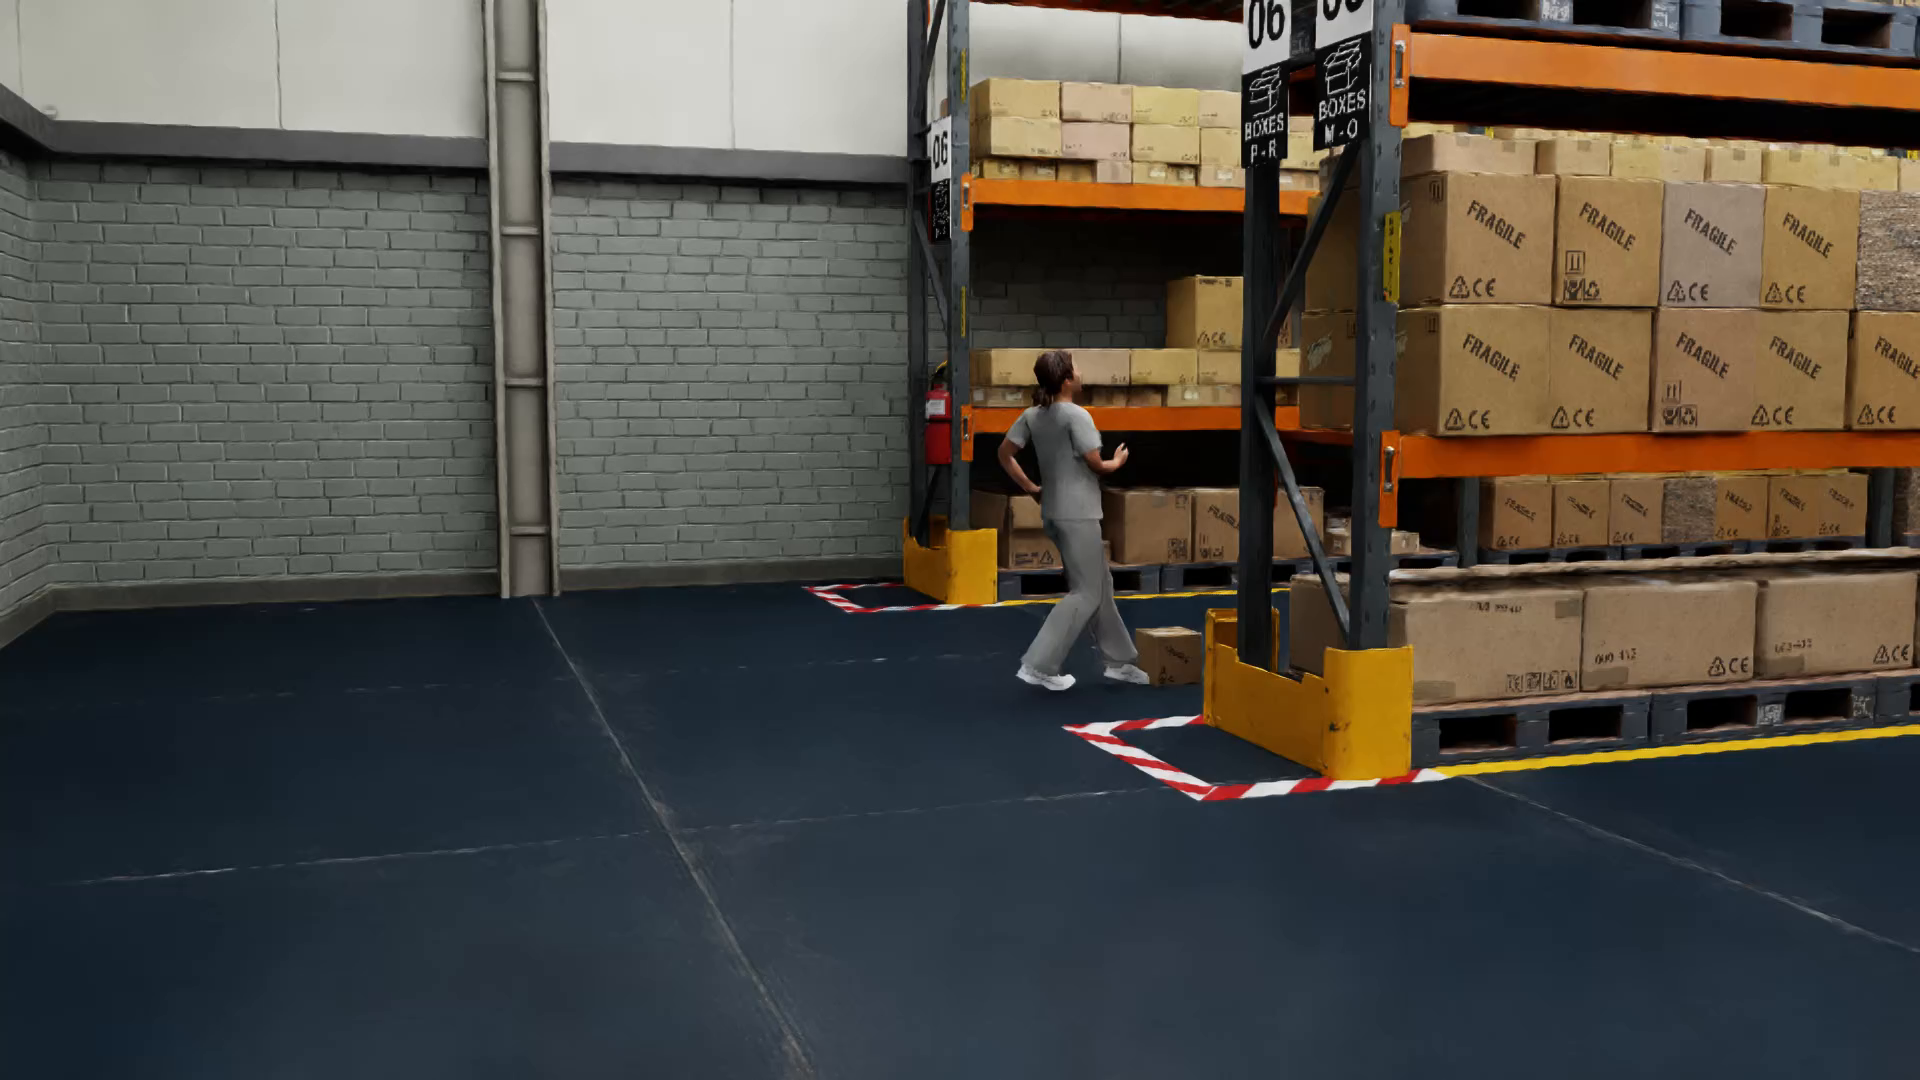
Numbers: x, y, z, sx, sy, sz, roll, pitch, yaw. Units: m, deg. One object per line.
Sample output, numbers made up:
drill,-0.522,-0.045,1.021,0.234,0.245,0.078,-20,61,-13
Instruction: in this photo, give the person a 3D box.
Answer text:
person,0.632,-0.079,8.009,0.789,1.649,0.527,-2,6,-22
